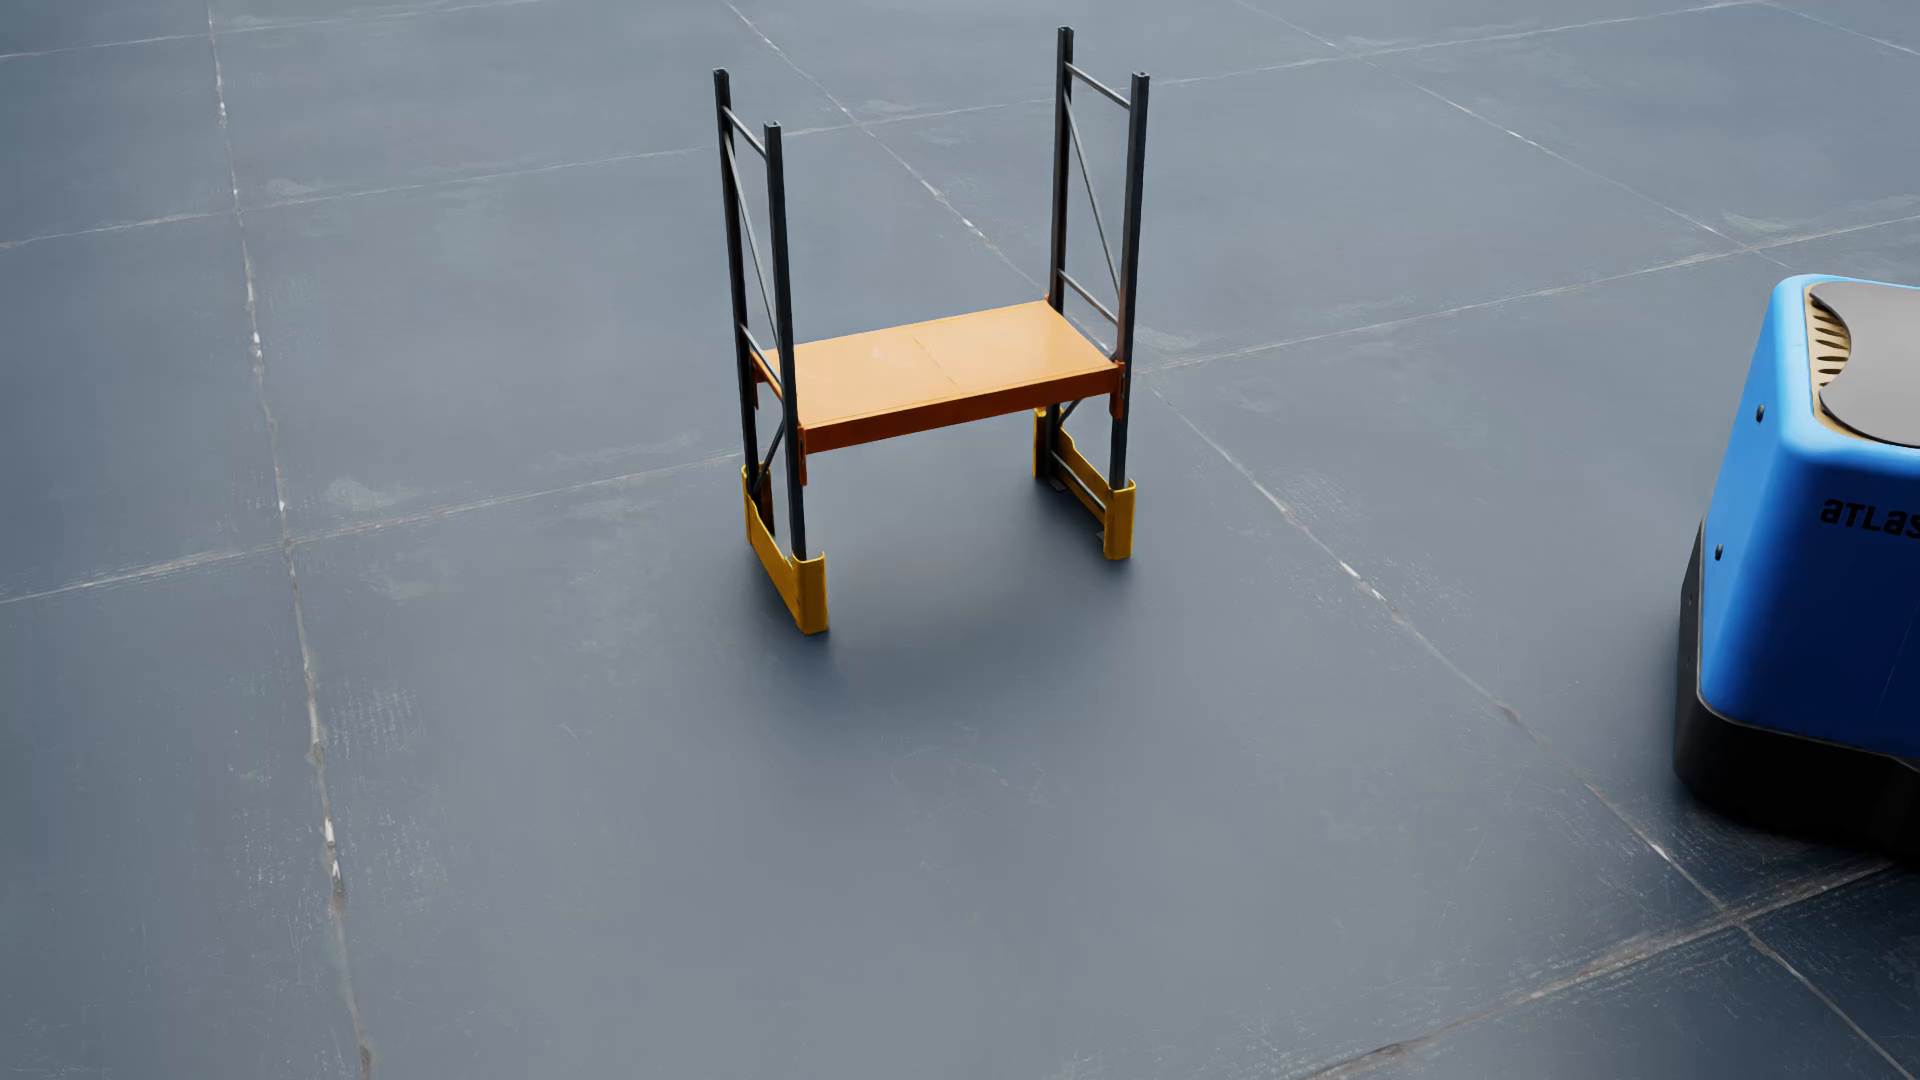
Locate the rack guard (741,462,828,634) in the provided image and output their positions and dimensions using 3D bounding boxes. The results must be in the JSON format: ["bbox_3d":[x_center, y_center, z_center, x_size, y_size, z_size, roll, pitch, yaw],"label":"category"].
[{"bbox_3d":[-0.529,0.016,4.996,0.087,0.250,0.587,-13,35,-19],"label":"rack guard"}]

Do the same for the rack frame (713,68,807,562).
[{"bbox_3d":[-0.547,-0.503,4.648,0.032,1.500,0.500,-13,35,-19],"label":"rack frame"}]

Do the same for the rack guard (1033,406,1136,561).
[{"bbox_3d":[0.389,-0.194,5.319,0.087,0.250,0.587,-13,35,-19],"label":"rack guard"}]

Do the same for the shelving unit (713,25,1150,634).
[{"bbox_3d":[-0.070,-0.613,4.816,1.083,1.500,0.587,-13,35,-19],"label":"shelving unit"}]

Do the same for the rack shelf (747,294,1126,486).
[{"bbox_3d":[-0.079,-0.460,4.911,1.000,0.185,0.538,-13,35,-19],"label":"rack shelf"}]

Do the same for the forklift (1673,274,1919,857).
[{"bbox_3d":[3.383,-0.509,3.345,3.031,2.935,1.130,12,35,18],"label":"forklift"}]

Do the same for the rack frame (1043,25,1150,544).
[{"bbox_3d":[0.390,-0.718,4.978,0.032,1.500,0.500,-13,35,-19],"label":"rack frame"}]
